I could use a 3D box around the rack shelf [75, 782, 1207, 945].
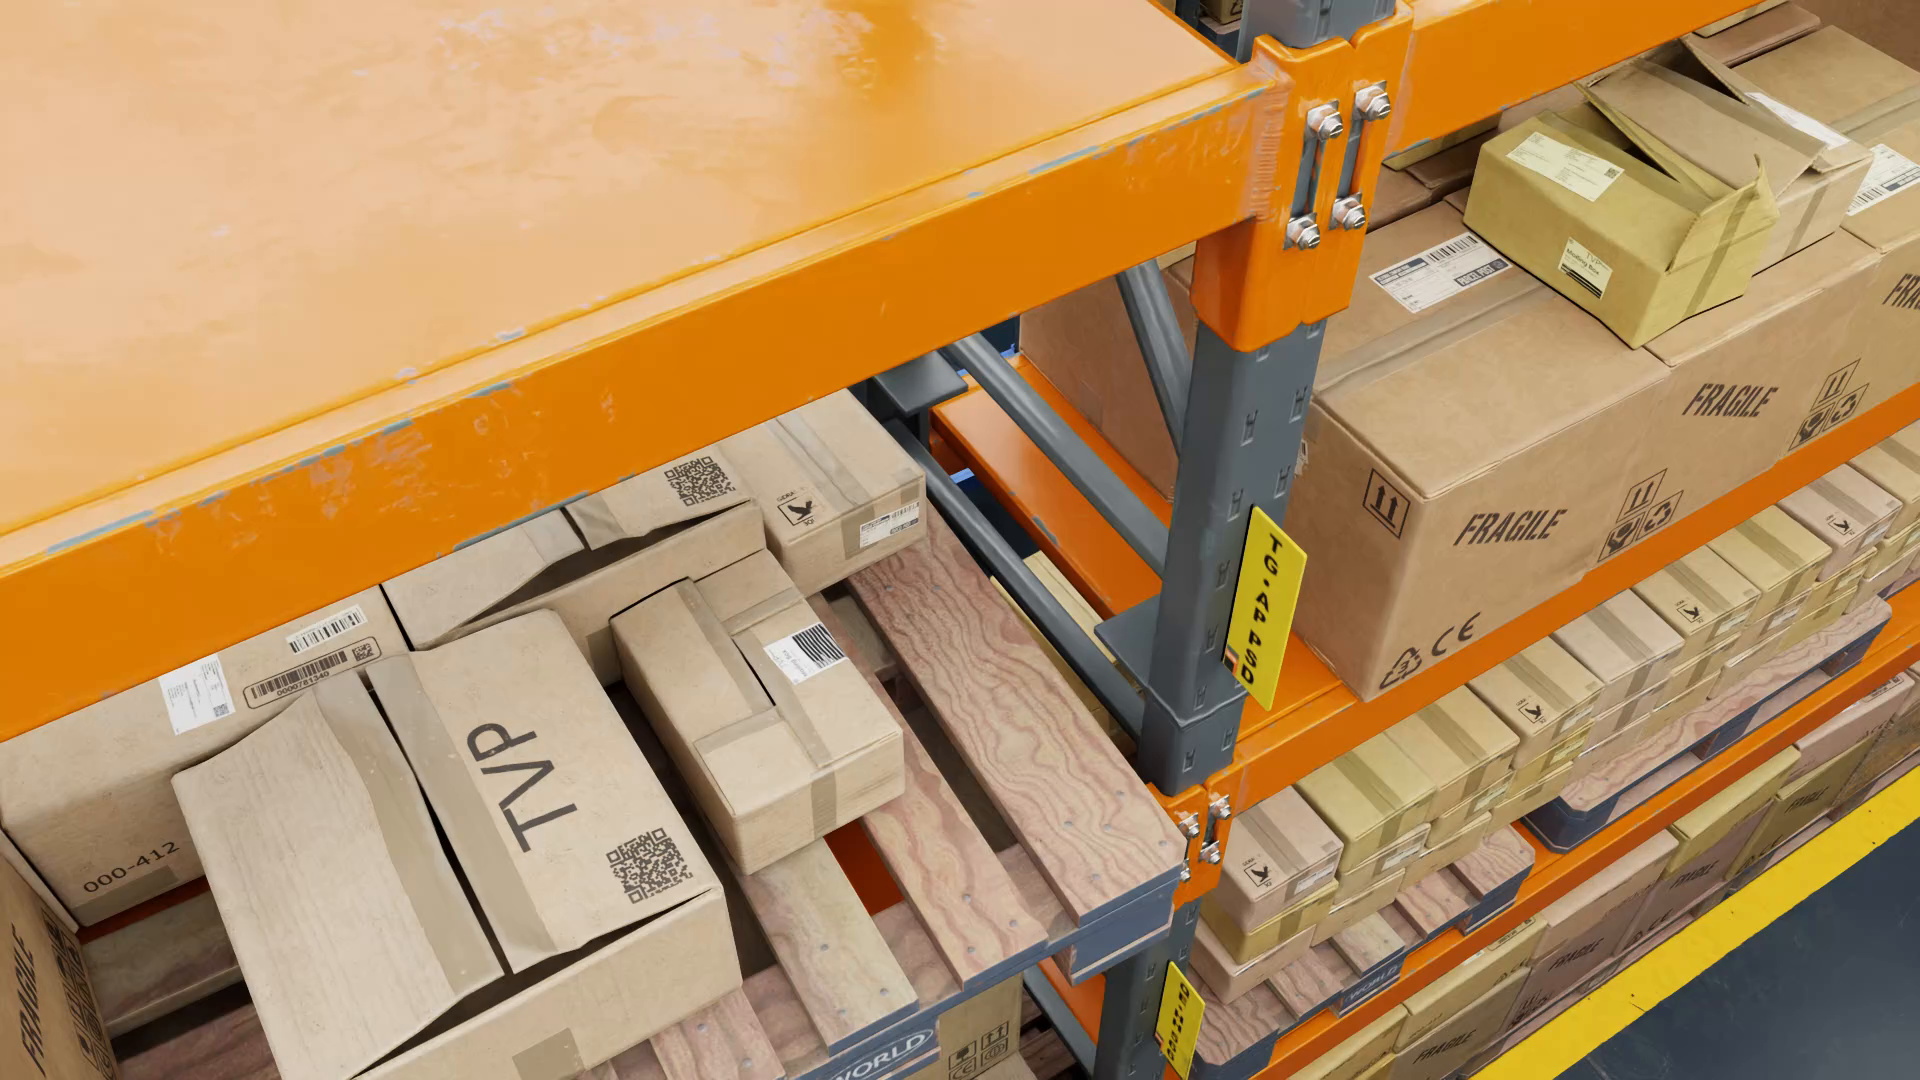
[{"bbox_3d":[-1.582,0.977,2.290,4.000,0.370,1.077,-25,53,-21],"label":"rack shelf"}]

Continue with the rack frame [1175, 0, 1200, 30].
[{"bbox_3d":[0.931,-3.828,8.096,0.127,3.000,1.000,-25,53,-21],"label":"rack frame"}]

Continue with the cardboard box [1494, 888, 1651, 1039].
[{"bbox_3d":[1.699,1.100,5.100,0.500,0.500,0.500,-26,53,-22],"label":"cardboard box"}]

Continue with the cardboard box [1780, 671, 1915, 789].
[{"bbox_3d":[2.556,0.440,5.185,0.500,0.250,0.500,-23,52,-19],"label":"cardboard box"}]

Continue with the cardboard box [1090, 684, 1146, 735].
[{"bbox_3d":[0.284,0.299,4.108,0.250,0.149,0.380,-24,53,-20],"label":"cardboard box"}]

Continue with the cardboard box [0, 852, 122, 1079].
[{"bbox_3d":[-1.211,0.604,1.725,0.500,0.500,0.500,-25,53,-21],"label":"cardboard box"}]

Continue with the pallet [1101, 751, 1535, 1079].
[{"bbox_3d":[0.655,0.651,4.235,1.003,0.211,1.213,-25,53,-21],"label":"pallet"}]

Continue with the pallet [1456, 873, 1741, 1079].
[{"bbox_3d":[1.802,1.072,5.599,1.213,0.211,1.003,-25,53,-21],"label":"pallet"}]

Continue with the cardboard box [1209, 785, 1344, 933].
[{"bbox_3d":[0.607,0.621,3.622,0.250,0.149,0.380,-25,53,-21],"label":"cardboard box"}]

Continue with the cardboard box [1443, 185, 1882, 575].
[{"bbox_3d":[1.154,-0.355,2.928,0.500,0.500,0.500,-25,53,-21],"label":"cardboard box"}]

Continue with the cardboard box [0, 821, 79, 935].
[{"bbox_3d":[-1.478,0.352,2.077,0.500,0.311,0.500,-26,53,-21],"label":"cardboard box"}]

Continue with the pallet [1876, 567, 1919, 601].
[{"bbox_3d":[2.768,-0.379,5.153,1.213,0.211,1.003,-25,53,-21],"label":"pallet"}]

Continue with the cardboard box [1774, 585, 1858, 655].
[{"bbox_3d":[2.162,0.093,4.491,0.250,0.149,0.380,-23,52,-19],"label":"cardboard box"}]

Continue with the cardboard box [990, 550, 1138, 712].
[{"bbox_3d":[0.279,0.200,3.997,0.250,0.149,0.380,-27,54,-22],"label":"cardboard box"}]

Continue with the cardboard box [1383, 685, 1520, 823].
[{"bbox_3d":[1.039,0.419,3.802,0.250,0.149,0.380,-25,53,-21],"label":"cardboard box"}]

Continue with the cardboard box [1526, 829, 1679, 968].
[{"bbox_3d":[1.676,0.868,4.804,0.500,0.250,0.500,-25,53,-21],"label":"cardboard box"}]

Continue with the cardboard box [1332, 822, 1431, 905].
[{"bbox_3d":[0.854,0.608,3.833,0.250,0.149,0.380,-23,52,-19],"label":"cardboard box"}]

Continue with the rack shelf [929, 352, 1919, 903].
[{"bbox_3d":[1.801,-0.617,3.709,4.000,0.370,1.077,-25,53,-21],"label":"rack shelf"}]

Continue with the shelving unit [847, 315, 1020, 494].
[{"bbox_3d":[-0.072,-0.465,6.105,1.048,1.500,0.538,-25,53,-21],"label":"shelving unit"}]

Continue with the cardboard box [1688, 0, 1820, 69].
[{"bbox_3d":[1.298,-0.884,3.399,0.500,0.500,0.500,-25,53,-21],"label":"cardboard box"}]

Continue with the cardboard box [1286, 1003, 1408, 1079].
[{"bbox_3d":[0.822,1.259,4.456,0.500,0.250,0.500,-27,54,-22],"label":"cardboard box"}]

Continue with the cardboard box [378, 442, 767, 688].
[{"bbox_3d":[-0.620,-0.053,2.437,0.500,0.311,0.500,-25,53,-21],"label":"cardboard box"}]

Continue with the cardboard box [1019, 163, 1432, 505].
[{"bbox_3d":[0.457,-0.480,3.039,0.500,0.500,0.500,-25,53,-21],"label":"cardboard box"}]

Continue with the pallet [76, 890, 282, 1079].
[{"bbox_3d":[-1.351,0.741,2.144,1.213,0.211,1.003,-23,52,-19],"label":"pallet"}]

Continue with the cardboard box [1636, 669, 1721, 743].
[{"bbox_3d":[1.716,0.302,4.305,0.250,0.149,0.380,-25,53,-20],"label":"cardboard box"}]

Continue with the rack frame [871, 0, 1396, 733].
[{"bbox_3d":[0.110,-1.057,1.610,0.127,3.000,1.000,-25,53,-21],"label":"rack frame"}]

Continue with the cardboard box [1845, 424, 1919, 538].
[{"bbox_3d":[2.379,-0.216,4.368,0.250,0.149,0.380,-27,54,-22],"label":"cardboard box"}]

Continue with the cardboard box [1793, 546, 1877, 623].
[{"bbox_3d":[2.148,0.001,4.374,0.250,0.149,0.380,-25,53,-21],"label":"cardboard box"}]

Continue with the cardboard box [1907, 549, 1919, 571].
[{"bbox_3d":[2.619,-0.126,4.686,0.250,0.149,0.380,-28,54,-23],"label":"cardboard box"}]

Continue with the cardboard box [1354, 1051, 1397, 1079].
[{"bbox_3d":[0.844,1.509,4.735,0.500,0.500,0.500,-27,54,-22],"label":"cardboard box"}]

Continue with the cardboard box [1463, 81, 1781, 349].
[{"bbox_3d":[1.035,-0.539,2.579,0.258,0.266,0.396,-25,53,-21],"label":"cardboard box"}]

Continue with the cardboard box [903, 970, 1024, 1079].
[{"bbox_3d":[-0.275,0.745,3.286,0.500,0.500,0.700,-25,53,-21],"label":"cardboard box"}]

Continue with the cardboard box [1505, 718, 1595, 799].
[{"bbox_3d":[1.291,0.399,4.019,0.250,0.149,0.380,-25,53,-21],"label":"cardboard box"}]

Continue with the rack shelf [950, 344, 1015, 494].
[{"bbox_3d":[-0.072,-0.345,6.239,1.000,0.185,0.538,-25,53,-21],"label":"rack shelf"}]

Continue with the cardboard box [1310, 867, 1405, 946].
[{"bbox_3d":[0.823,0.725,3.928,0.250,0.149,0.380,-23,52,-19],"label":"cardboard box"}]

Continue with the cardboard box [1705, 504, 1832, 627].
[{"bbox_3d":[1.927,0.001,4.174,0.250,0.149,0.380,-26,53,-21],"label":"cardboard box"}]

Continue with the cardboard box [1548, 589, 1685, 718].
[{"bbox_3d":[1.492,0.205,3.993,0.250,0.149,0.380,-23,52,-19],"label":"cardboard box"}]

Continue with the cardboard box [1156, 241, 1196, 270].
[{"bbox_3d":[0.313,-0.672,2.697,0.258,0.266,0.396,-25,53,-21],"label":"cardboard box"}]

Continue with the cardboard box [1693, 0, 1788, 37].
[{"bbox_3d":[1.390,-1.198,3.165,0.258,0.266,0.396,-25,53,-21],"label":"cardboard box"}]

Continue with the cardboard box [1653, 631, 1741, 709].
[{"bbox_3d":[1.714,0.204,4.193,0.250,0.149,0.380,-26,53,-21],"label":"cardboard box"}]

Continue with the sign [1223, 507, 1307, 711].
[{"bbox_3d":[0.399,0.097,2.193,0.005,0.325,0.100,-25,53,-21],"label":"sign"}]

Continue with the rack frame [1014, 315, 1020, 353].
[{"bbox_3d":[0.358,-0.667,6.285,0.032,1.500,0.500,-25,53,-21],"label":"rack frame"}]

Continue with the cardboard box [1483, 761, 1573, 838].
[{"bbox_3d":[1.278,0.509,4.121,0.250,0.149,0.380,-23,52,-19],"label":"cardboard box"}]

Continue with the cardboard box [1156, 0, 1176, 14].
[{"bbox_3d":[0.401,-2.994,8.494,0.875,0.875,1.225,-25,53,-21],"label":"cardboard box"}]

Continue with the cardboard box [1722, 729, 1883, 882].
[{"bbox_3d":[2.567,0.695,5.461,0.500,0.500,0.500,-26,53,-22],"label":"cardboard box"}]
